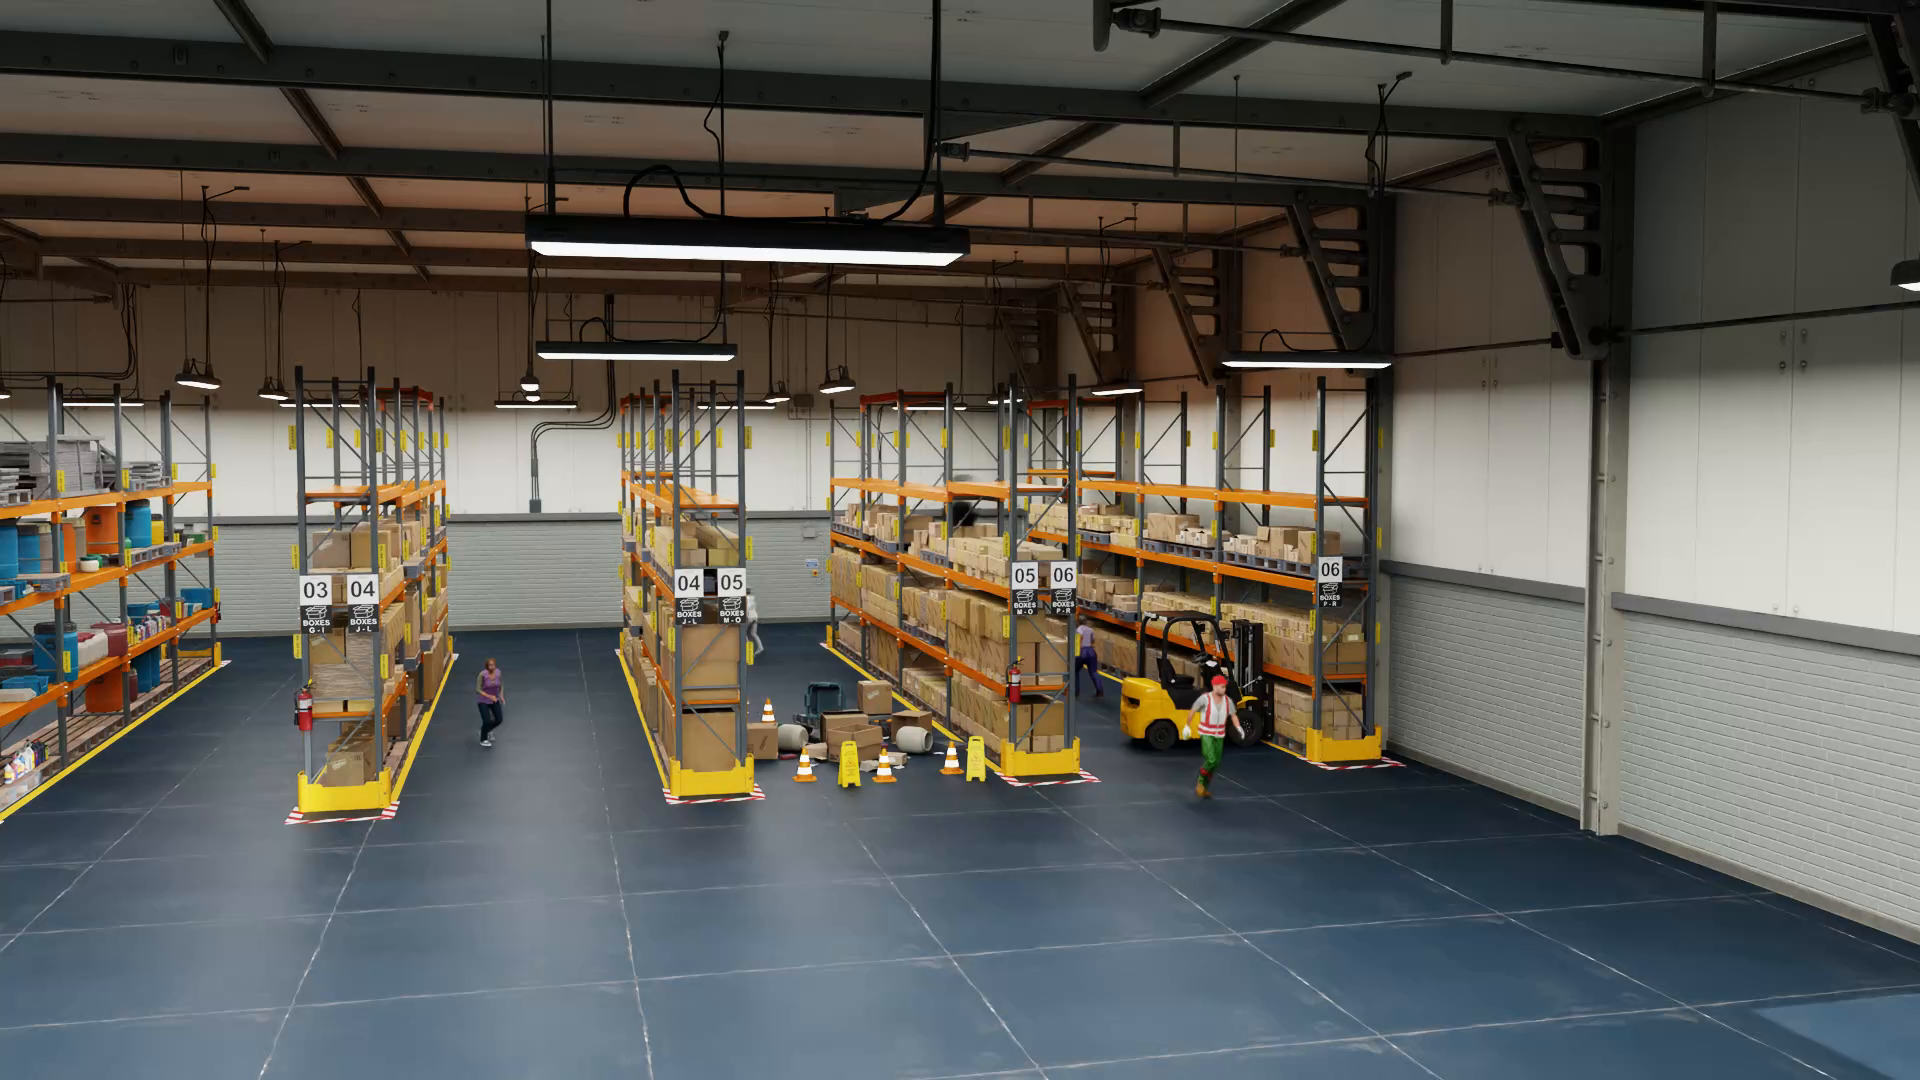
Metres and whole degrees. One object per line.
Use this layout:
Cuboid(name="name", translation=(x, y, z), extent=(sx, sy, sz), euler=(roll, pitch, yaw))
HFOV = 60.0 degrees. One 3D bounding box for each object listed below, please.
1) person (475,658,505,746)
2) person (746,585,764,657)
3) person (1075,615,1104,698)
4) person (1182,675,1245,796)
Cuboid(name="person", translation=(-7.692, 2.657, 27.158), extent=(0.525, 1.461, 0.707), euler=(-3, 5, -42))
Cuboid(name="person", translation=(-4.790, 1.880, 38.489), extent=(0.801, 1.664, 0.578), euler=(3, 4, 37))
Cuboid(name="person", translation=(2.442, 2.280, 32.168), extent=(0.601, 1.626, 0.943), euler=(-2, 4, -29))
Cuboid(name="person", translation=(3.557, 2.736, 23.161), extent=(0.657, 1.731, 0.760), euler=(-1, 4, -23))
